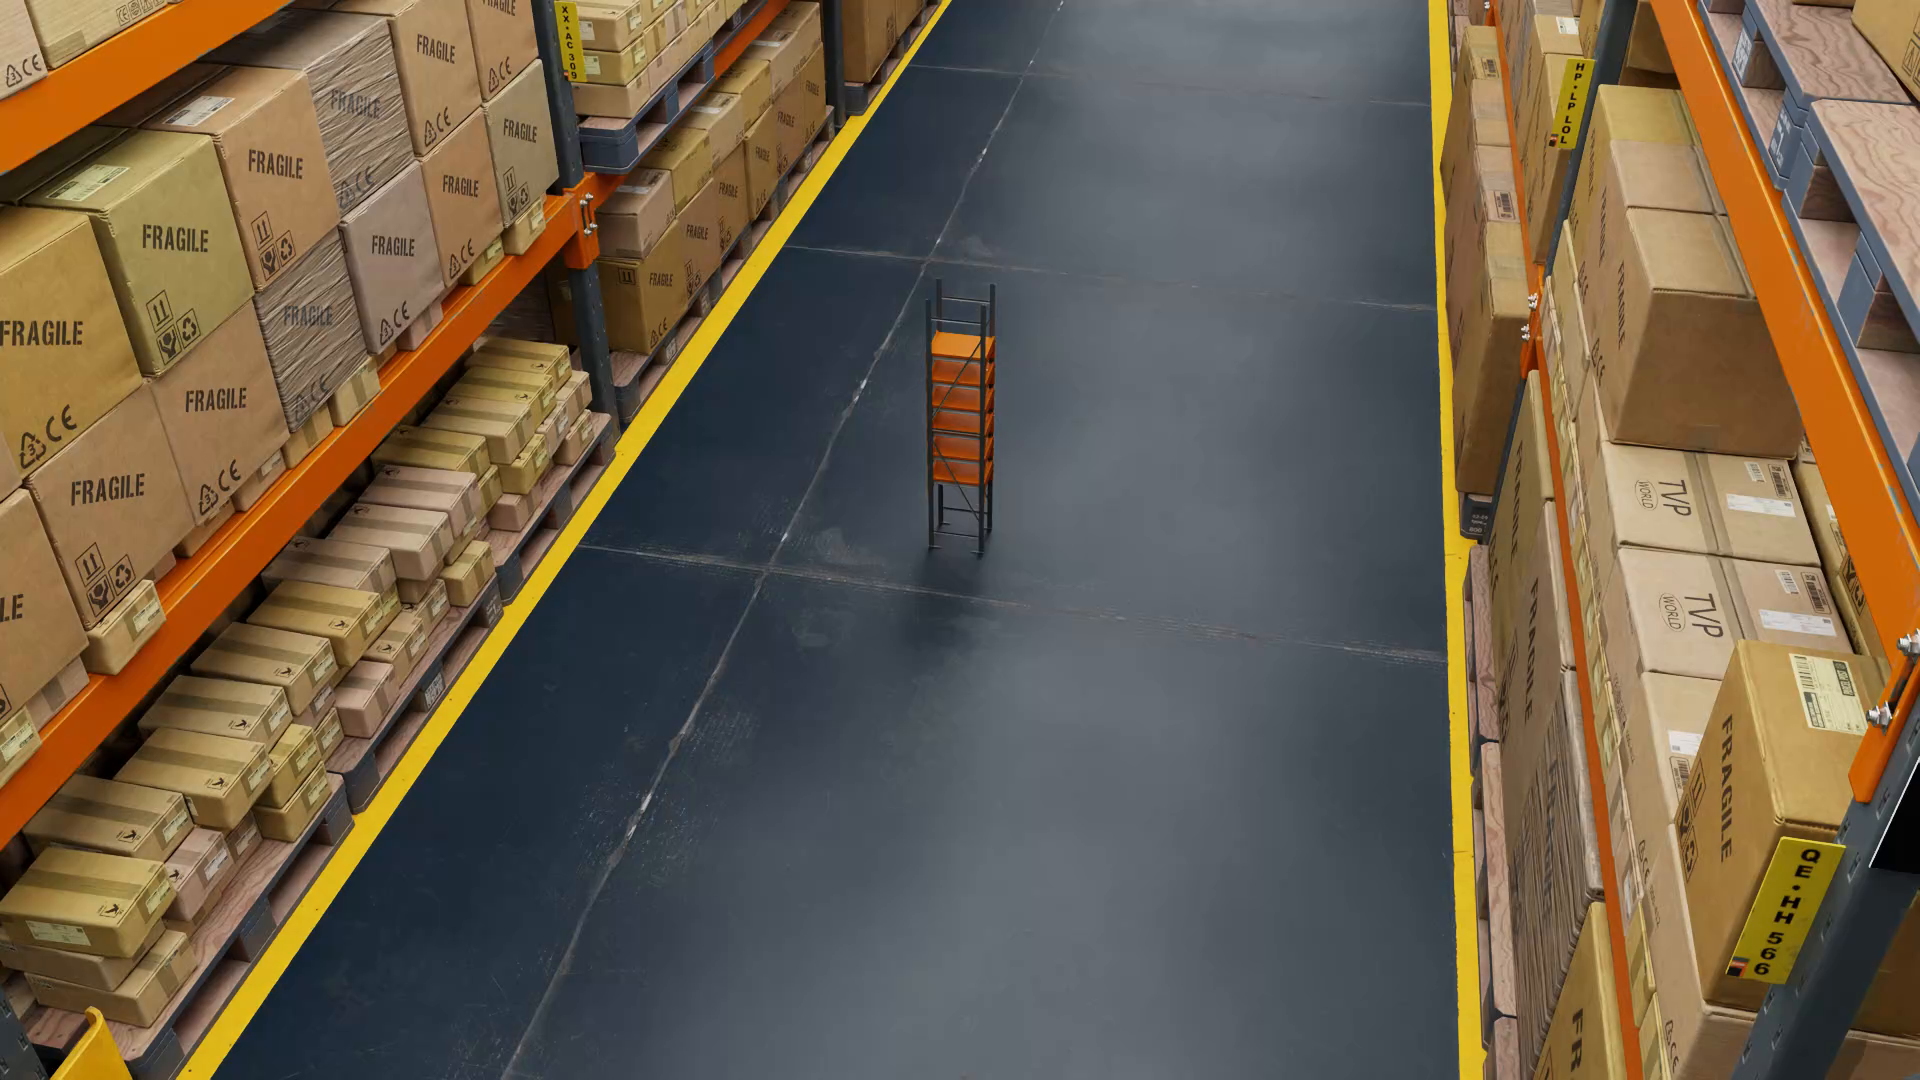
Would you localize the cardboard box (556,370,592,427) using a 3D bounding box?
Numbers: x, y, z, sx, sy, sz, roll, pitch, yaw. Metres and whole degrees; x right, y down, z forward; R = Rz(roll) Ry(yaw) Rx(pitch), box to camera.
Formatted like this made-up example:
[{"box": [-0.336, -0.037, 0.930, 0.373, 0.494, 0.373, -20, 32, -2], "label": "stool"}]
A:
[{"box": [-1.870, -0.647, 7.404, 0.380, 0.149, 0.250, 8, 37, 11], "label": "cardboard box"}]

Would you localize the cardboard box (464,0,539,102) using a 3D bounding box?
[{"box": [-1.950, -1.994, 6.254, 0.500, 0.500, 0.500, 6, 36, 8], "label": "cardboard box"}]

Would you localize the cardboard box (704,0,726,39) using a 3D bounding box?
[{"box": [-1.361, -2.560, 8.082, 0.380, 0.149, 0.250, 6, 36, 8], "label": "cardboard box"}]

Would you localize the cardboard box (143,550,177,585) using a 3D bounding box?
[{"box": [-2.534, 0.055, 4.833, 0.380, 0.149, 0.250, 9, 37, 12], "label": "cardboard box"}]

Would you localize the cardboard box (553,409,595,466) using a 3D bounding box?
[{"box": [-1.865, -0.479, 7.427, 0.380, 0.149, 0.250, 8, 37, 11], "label": "cardboard box"}]

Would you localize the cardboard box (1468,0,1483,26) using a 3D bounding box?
[{"box": [4.027, -3.863, 11.779, 0.700, 0.500, 0.500, 4, 36, 6], "label": "cardboard box"}]

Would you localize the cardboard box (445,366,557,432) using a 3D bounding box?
[{"box": [-1.951, -0.600, 7.086, 0.380, 0.149, 0.250, 8, 37, 11], "label": "cardboard box"}]

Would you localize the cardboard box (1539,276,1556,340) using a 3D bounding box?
[{"box": [2.322, -0.822, 6.042, 0.380, 0.149, 0.250, 7, 37, 10], "label": "cardboard box"}]

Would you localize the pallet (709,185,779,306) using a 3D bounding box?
[{"box": [-1.690, -1.750, 9.485, 1.003, 0.211, 1.213, 7, 37, 10], "label": "pallet"}]

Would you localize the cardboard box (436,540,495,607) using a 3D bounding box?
[{"box": [-2.086, 0.114, 6.608, 0.380, 0.149, 0.250, 7, 37, 10], "label": "cardboard box"}]

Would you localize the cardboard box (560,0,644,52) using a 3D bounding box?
[{"box": [-1.580, -2.209, 7.090, 0.380, 0.149, 0.250, 9, 37, 12], "label": "cardboard box"}]

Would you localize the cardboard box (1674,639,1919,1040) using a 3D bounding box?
[{"box": [1.703, 0.566, 3.148, 0.500, 0.500, 0.500, 8, 37, 11], "label": "cardboard box"}]

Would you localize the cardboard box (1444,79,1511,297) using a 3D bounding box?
[{"box": [3.199, -1.751, 8.563, 1.225, 0.875, 0.875, 7, 37, 10], "label": "cardboard box"}]

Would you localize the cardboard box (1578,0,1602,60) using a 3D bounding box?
[{"box": [2.996, -2.257, 6.869, 0.797, 0.503, 0.637, 8, 37, 10], "label": "cardboard box"}]

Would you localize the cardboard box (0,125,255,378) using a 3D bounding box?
[{"box": [-2.378, -0.813, 4.625, 0.500, 0.500, 0.500, 7, 36, 9], "label": "cardboard box"}]

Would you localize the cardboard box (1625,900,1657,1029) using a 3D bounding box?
[{"box": [1.664, 0.949, 3.599, 0.380, 0.149, 0.250, 8, 37, 10], "label": "cardboard box"}]

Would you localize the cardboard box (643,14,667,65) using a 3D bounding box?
[{"box": [-1.527, -2.237, 7.383, 0.380, 0.149, 0.250, 7, 36, 9], "label": "cardboard box"}]

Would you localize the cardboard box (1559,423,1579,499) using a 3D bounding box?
[{"box": [2.101, -0.223, 5.215, 0.380, 0.149, 0.250, 7, 36, 9], "label": "cardboard box"}]

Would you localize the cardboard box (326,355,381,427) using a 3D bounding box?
[{"box": [-2.210, -0.531, 5.641, 0.380, 0.149, 0.250, 8, 37, 11], "label": "cardboard box"}]

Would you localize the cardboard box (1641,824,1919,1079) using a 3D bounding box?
[{"box": [1.700, 0.871, 3.367, 0.500, 0.250, 0.500, 7, 36, 9], "label": "cardboard box"}]

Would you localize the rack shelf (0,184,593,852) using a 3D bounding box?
[{"box": [-2.541, -0.293, 5.712, 1.077, 0.370, 4.000, 7, 37, 10], "label": "rack shelf"}]

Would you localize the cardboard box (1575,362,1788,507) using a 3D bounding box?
[{"box": [2.138, -0.292, 4.972, 0.500, 0.250, 0.500, 8, 37, 11], "label": "cardboard box"}]

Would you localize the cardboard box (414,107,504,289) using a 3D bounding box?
[{"box": [-2.053, -1.282, 6.124, 0.500, 0.500, 0.500, 6, 36, 9], "label": "cardboard box"}]

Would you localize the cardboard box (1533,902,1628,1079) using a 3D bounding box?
[{"box": [1.914, 1.555, 4.001, 0.875, 0.875, 0.875, 7, 37, 10], "label": "cardboard box"}]

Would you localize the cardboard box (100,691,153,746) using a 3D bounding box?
[{"box": [-2.944, 0.528, 5.529, 0.380, 0.149, 0.250, 6, 36, 8], "label": "cardboard box"}]

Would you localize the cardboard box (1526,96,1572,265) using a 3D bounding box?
[{"box": [2.543, -1.394, 6.533, 0.500, 0.500, 0.500, 7, 37, 10], "label": "cardboard box"}]

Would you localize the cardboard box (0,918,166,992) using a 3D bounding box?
[{"box": [-2.605, 1.158, 4.915, 0.380, 0.149, 0.250, 9, 37, 12], "label": "cardboard box"}]

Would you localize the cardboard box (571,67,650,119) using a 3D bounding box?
[{"box": [-1.580, -1.968, 7.265, 0.380, 0.149, 0.250, 6, 36, 8], "label": "cardboard box"}]

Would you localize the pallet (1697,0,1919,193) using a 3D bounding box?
[{"box": [2.262, -1.065, 3.683, 1.003, 0.211, 1.213, 7, 37, 10], "label": "pallet"}]

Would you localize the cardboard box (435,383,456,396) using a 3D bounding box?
[{"box": [-2.504, -0.700, 7.477, 0.380, 0.149, 0.250, 9, 37, 12], "label": "cardboard box"}]

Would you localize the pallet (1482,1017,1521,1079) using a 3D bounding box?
[{"box": [1.950, 1.903, 4.445, 1.003, 0.211, 1.213, 7, 37, 10], "label": "pallet"}]

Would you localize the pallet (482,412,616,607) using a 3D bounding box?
[{"box": [-2.223, -0.213, 7.363, 1.003, 0.211, 1.213, 7, 37, 10], "label": "pallet"}]

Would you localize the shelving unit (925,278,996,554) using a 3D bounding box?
[{"box": [0.003, -0.494, 6.909, 0.258, 1.200, 0.189, 7, 37, 10], "label": "shelving unit"}]

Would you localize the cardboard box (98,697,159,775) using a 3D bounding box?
[{"box": [-2.867, 0.648, 5.618, 0.380, 0.149, 0.250, 7, 37, 9], "label": "cardboard box"}]

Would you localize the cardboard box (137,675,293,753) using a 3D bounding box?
[{"box": [-2.432, 0.594, 5.439, 0.380, 0.149, 0.250, 6, 36, 8], "label": "cardboard box"}]

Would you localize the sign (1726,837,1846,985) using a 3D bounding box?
[{"box": [1.329, 0.601, 2.676, 0.100, 0.325, 0.005, 7, 37, 10], "label": "sign"}]

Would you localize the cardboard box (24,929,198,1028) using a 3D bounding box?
[{"box": [-2.543, 1.286, 4.991, 0.380, 0.149, 0.250, 8, 37, 11], "label": "cardboard box"}]

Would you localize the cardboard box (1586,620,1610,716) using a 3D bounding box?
[{"box": [1.882, 0.364, 4.406, 0.380, 0.149, 0.250, 7, 37, 10], "label": "cardboard box"}]

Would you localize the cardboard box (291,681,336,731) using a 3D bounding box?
[{"box": [-2.401, 0.559, 5.741, 0.380, 0.149, 0.250, 6, 36, 8], "label": "cardboard box"}]

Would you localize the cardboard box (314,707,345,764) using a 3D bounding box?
[{"box": [-2.398, 0.692, 5.811, 0.380, 0.149, 0.250, 7, 37, 10], "label": "cardboard box"}]

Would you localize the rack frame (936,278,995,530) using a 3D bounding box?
[{"box": [0.023, -0.547, 6.982, 0.240, 1.200, 0.006, 7, 37, 10], "label": "rack frame"}]

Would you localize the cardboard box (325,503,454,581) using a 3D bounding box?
[{"box": [-2.142, 0.006, 6.250, 0.380, 0.149, 0.250, 6, 36, 8], "label": "cardboard box"}]

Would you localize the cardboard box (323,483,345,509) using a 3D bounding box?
[{"box": [-2.680, -0.226, 6.571, 0.380, 0.149, 0.250, 8, 37, 11], "label": "cardboard box"}]

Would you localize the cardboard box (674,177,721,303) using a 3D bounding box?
[{"box": [-1.585, -1.583, 8.650, 0.500, 0.500, 0.500, 9, 37, 12], "label": "cardboard box"}]

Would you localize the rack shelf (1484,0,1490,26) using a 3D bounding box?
[{"box": [3.992, -4.200, 11.102, 1.077, 0.370, 4.000, 7, 37, 10], "label": "rack shelf"}]

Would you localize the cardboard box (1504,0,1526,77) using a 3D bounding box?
[{"box": [2.981, -2.551, 8.128, 0.500, 0.500, 0.500, 7, 36, 9], "label": "cardboard box"}]

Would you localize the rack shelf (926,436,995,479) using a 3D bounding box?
[{"box": [0.003, -0.361, 7.006, 0.258, 0.103, 0.180, 7, 37, 10], "label": "rack shelf"}]

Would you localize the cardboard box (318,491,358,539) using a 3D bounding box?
[{"box": [-2.629, -0.090, 6.636, 0.380, 0.149, 0.250, 9, 37, 12], "label": "cardboard box"}]

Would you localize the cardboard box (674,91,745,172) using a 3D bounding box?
[{"box": [-1.473, -2.181, 8.836, 0.500, 0.250, 0.500, 9, 37, 12], "label": "cardboard box"}]

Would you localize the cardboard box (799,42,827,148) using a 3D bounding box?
[{"box": [-1.145, -2.772, 10.291, 0.500, 0.500, 0.500, 7, 37, 10], "label": "cardboard box"}]

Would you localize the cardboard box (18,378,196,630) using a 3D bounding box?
[{"box": [-2.513, -0.132, 4.537, 0.500, 0.500, 0.500, 7, 37, 10], "label": "cardboard box"}]

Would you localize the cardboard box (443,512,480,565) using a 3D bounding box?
[{"box": [-2.141, -0.054, 6.587, 0.380, 0.149, 0.250, 8, 37, 11], "label": "cardboard box"}]

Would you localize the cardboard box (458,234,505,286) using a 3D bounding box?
[{"box": [-2.010, -1.129, 6.466, 0.380, 0.149, 0.250, 9, 37, 12], "label": "cardboard box"}]

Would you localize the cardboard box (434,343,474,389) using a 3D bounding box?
[{"box": [-2.390, -0.816, 7.385, 0.380, 0.149, 0.250, 9, 37, 12], "label": "cardboard box"}]
